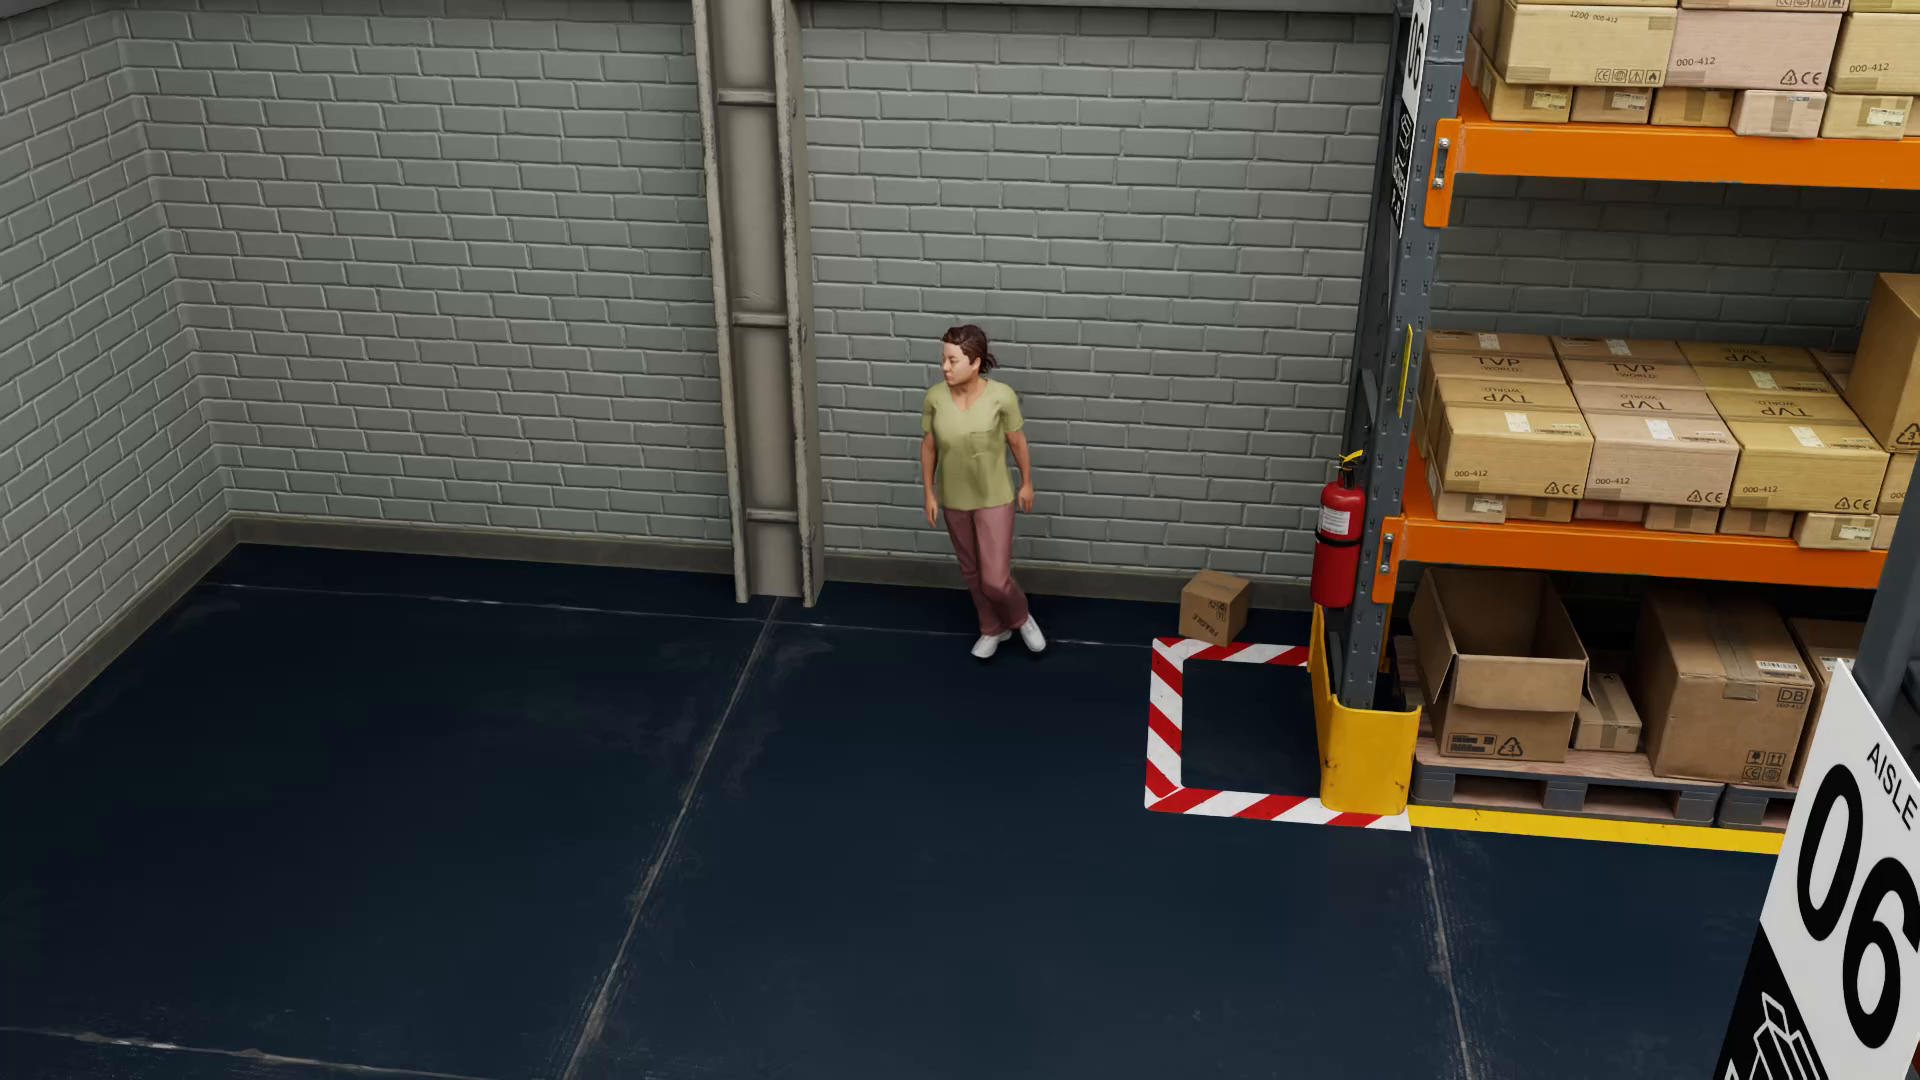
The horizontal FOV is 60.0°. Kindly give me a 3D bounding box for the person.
[{"bbox_3d":[0.056,-0.173,7.413,0.540,1.657,0.541,14,32,25],"label":"person"}]
